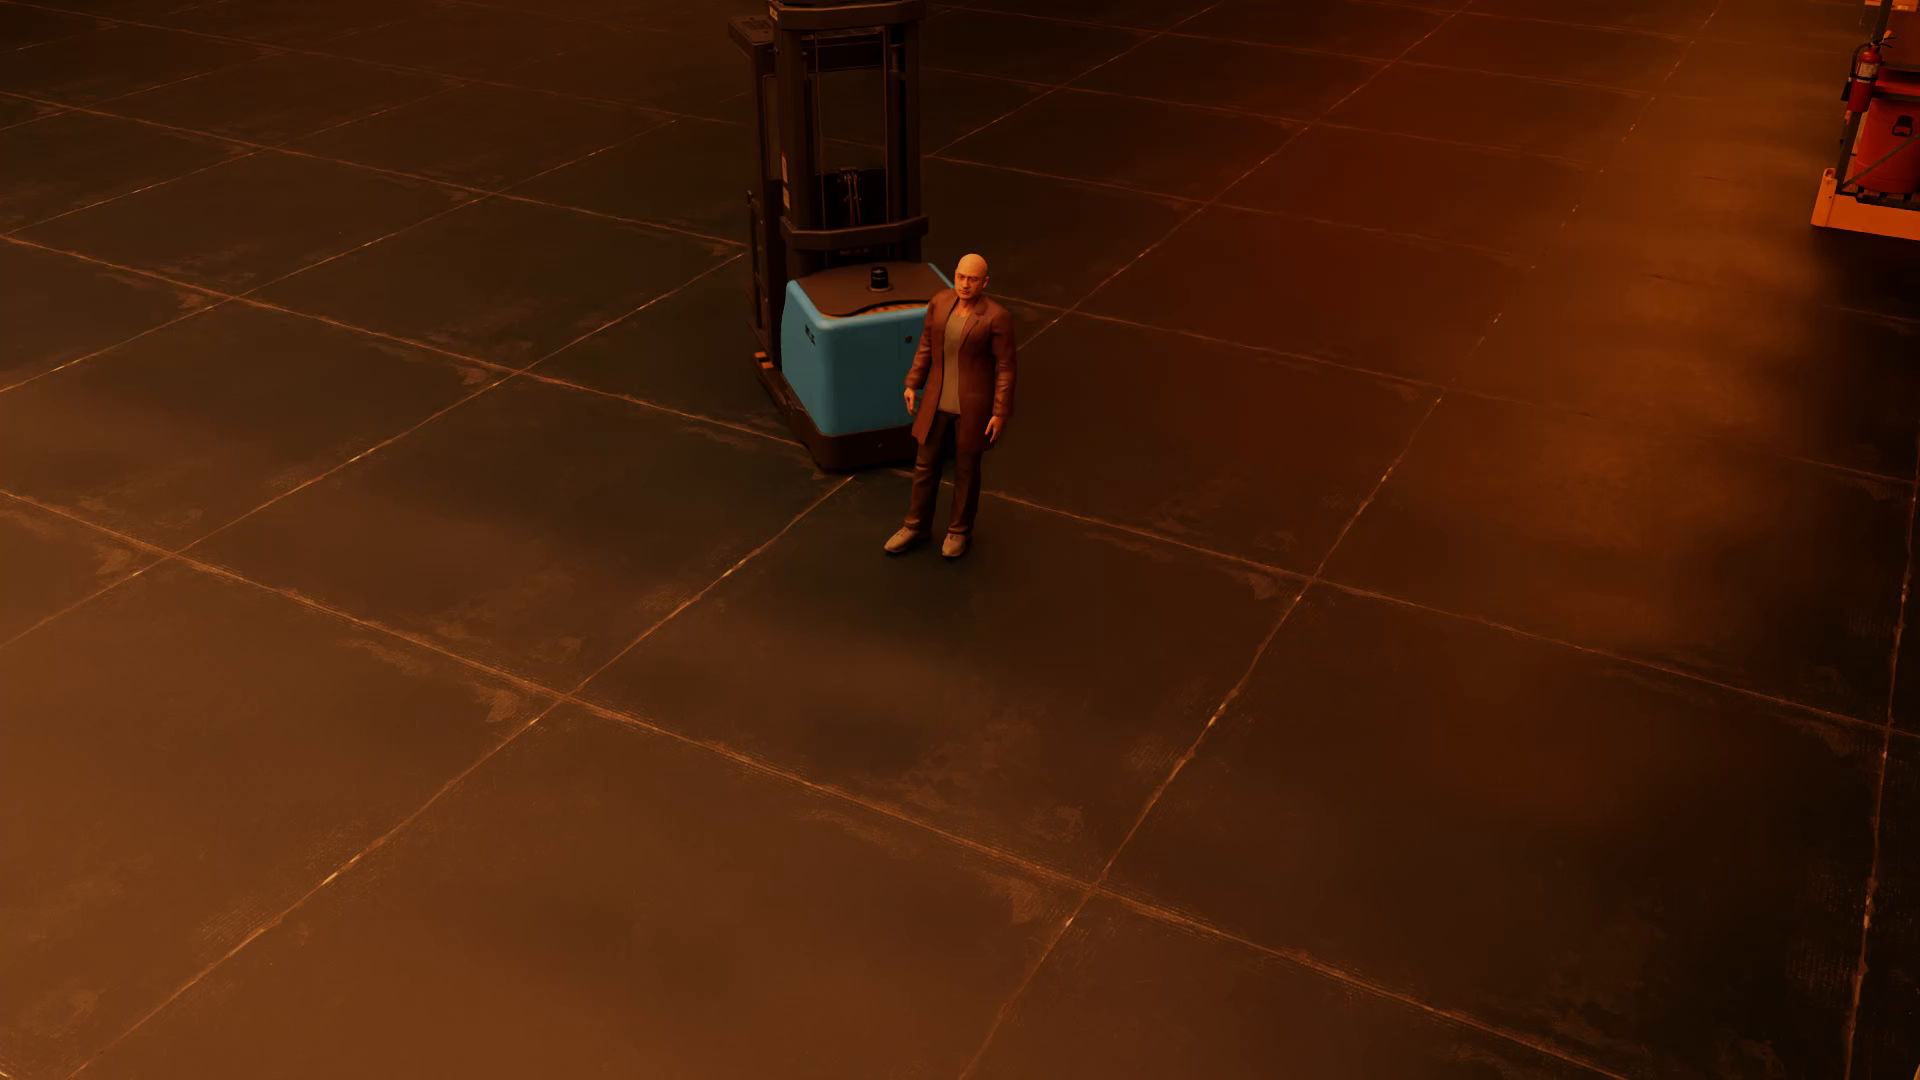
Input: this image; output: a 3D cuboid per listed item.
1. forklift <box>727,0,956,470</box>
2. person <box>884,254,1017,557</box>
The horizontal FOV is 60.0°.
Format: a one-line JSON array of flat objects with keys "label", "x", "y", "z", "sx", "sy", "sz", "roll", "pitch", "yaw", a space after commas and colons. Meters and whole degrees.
[{"label": "forklift", "x": -0.886, "y": -2.442, "z": 11.302, "sx": 1.130, "sy": 2.935, "sz": 3.031, "roll": -10, "pitch": 32, "yaw": -17}, {"label": "person", "x": -0.048, "y": -0.737, "z": 9.487, "sx": 0.698, "sy": 1.778, "sz": 0.579, "roll": 15, "pitch": 33, "yaw": 25}]
